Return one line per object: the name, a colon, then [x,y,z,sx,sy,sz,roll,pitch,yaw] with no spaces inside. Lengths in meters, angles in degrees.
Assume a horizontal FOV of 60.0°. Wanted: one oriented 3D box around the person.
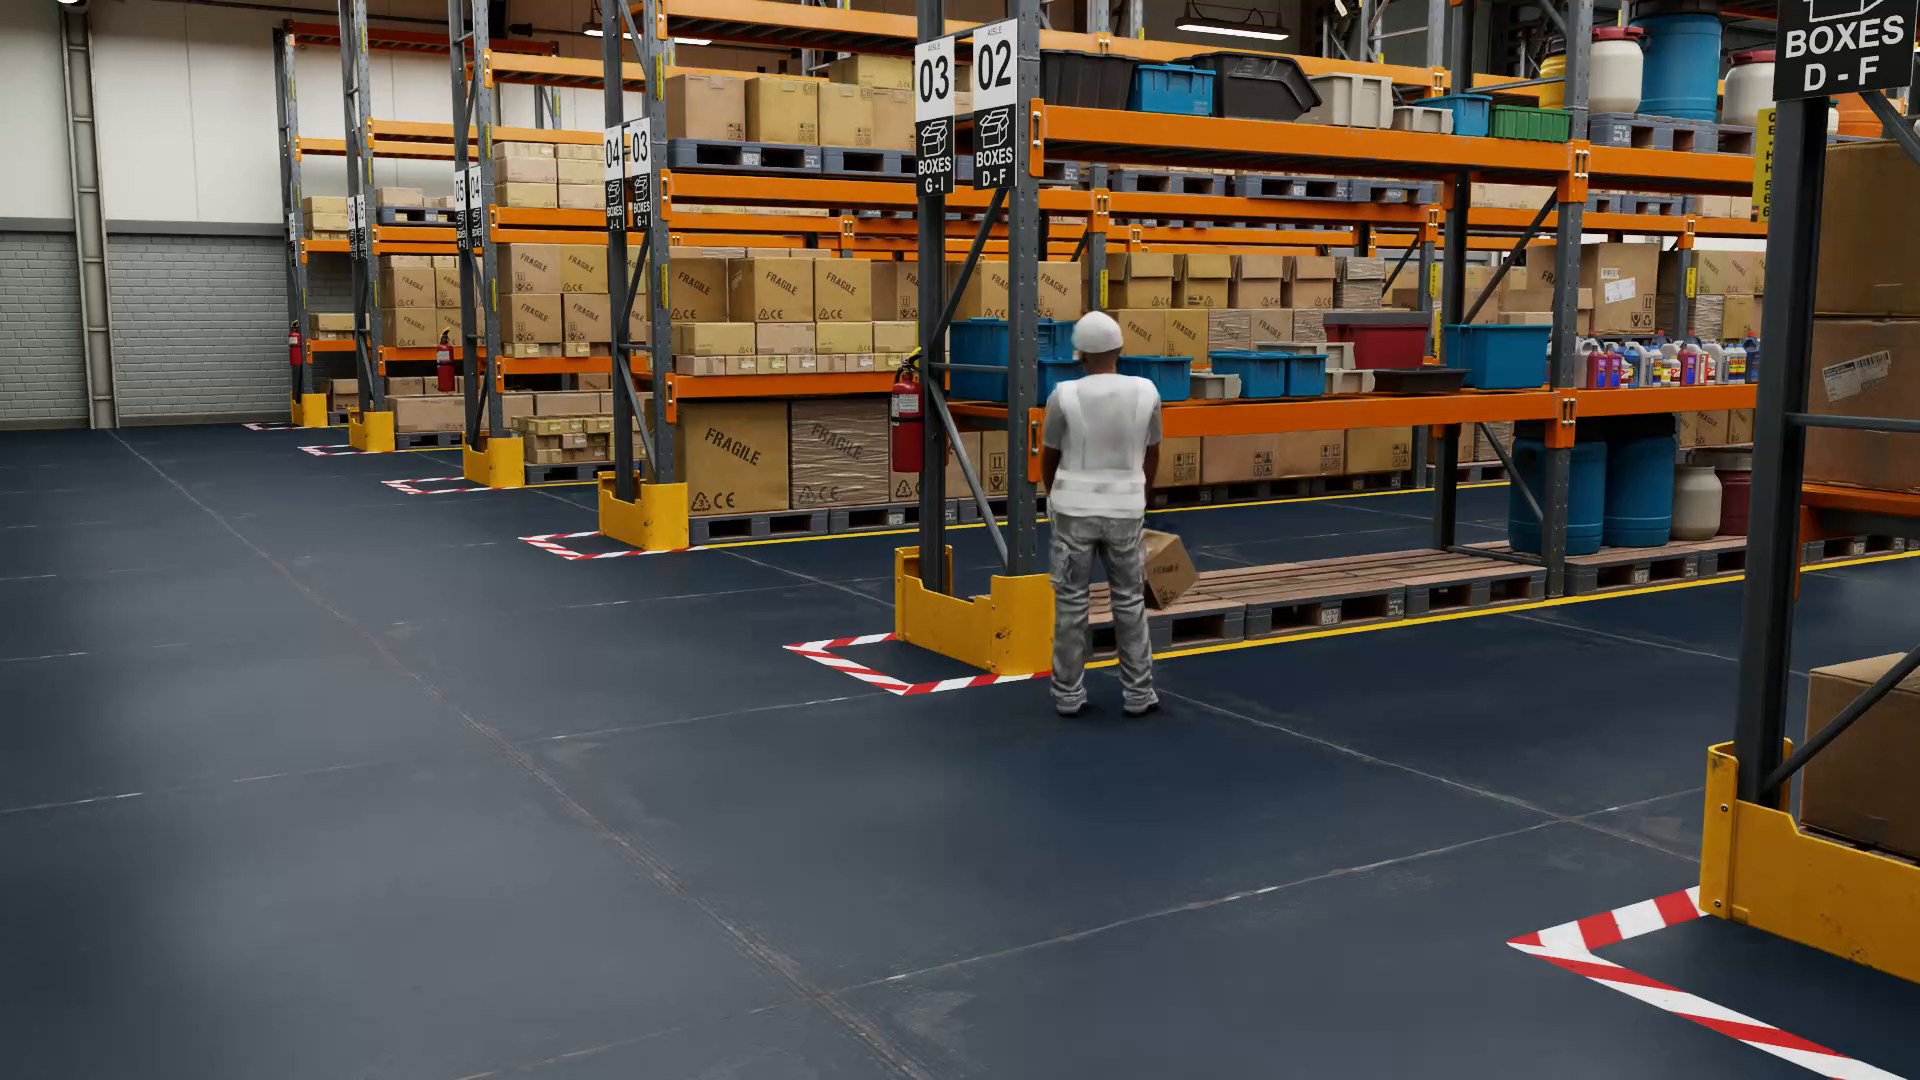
person: [0.636,-0.116,7.415,0.599,1.794,0.456,-2,8,-11]
